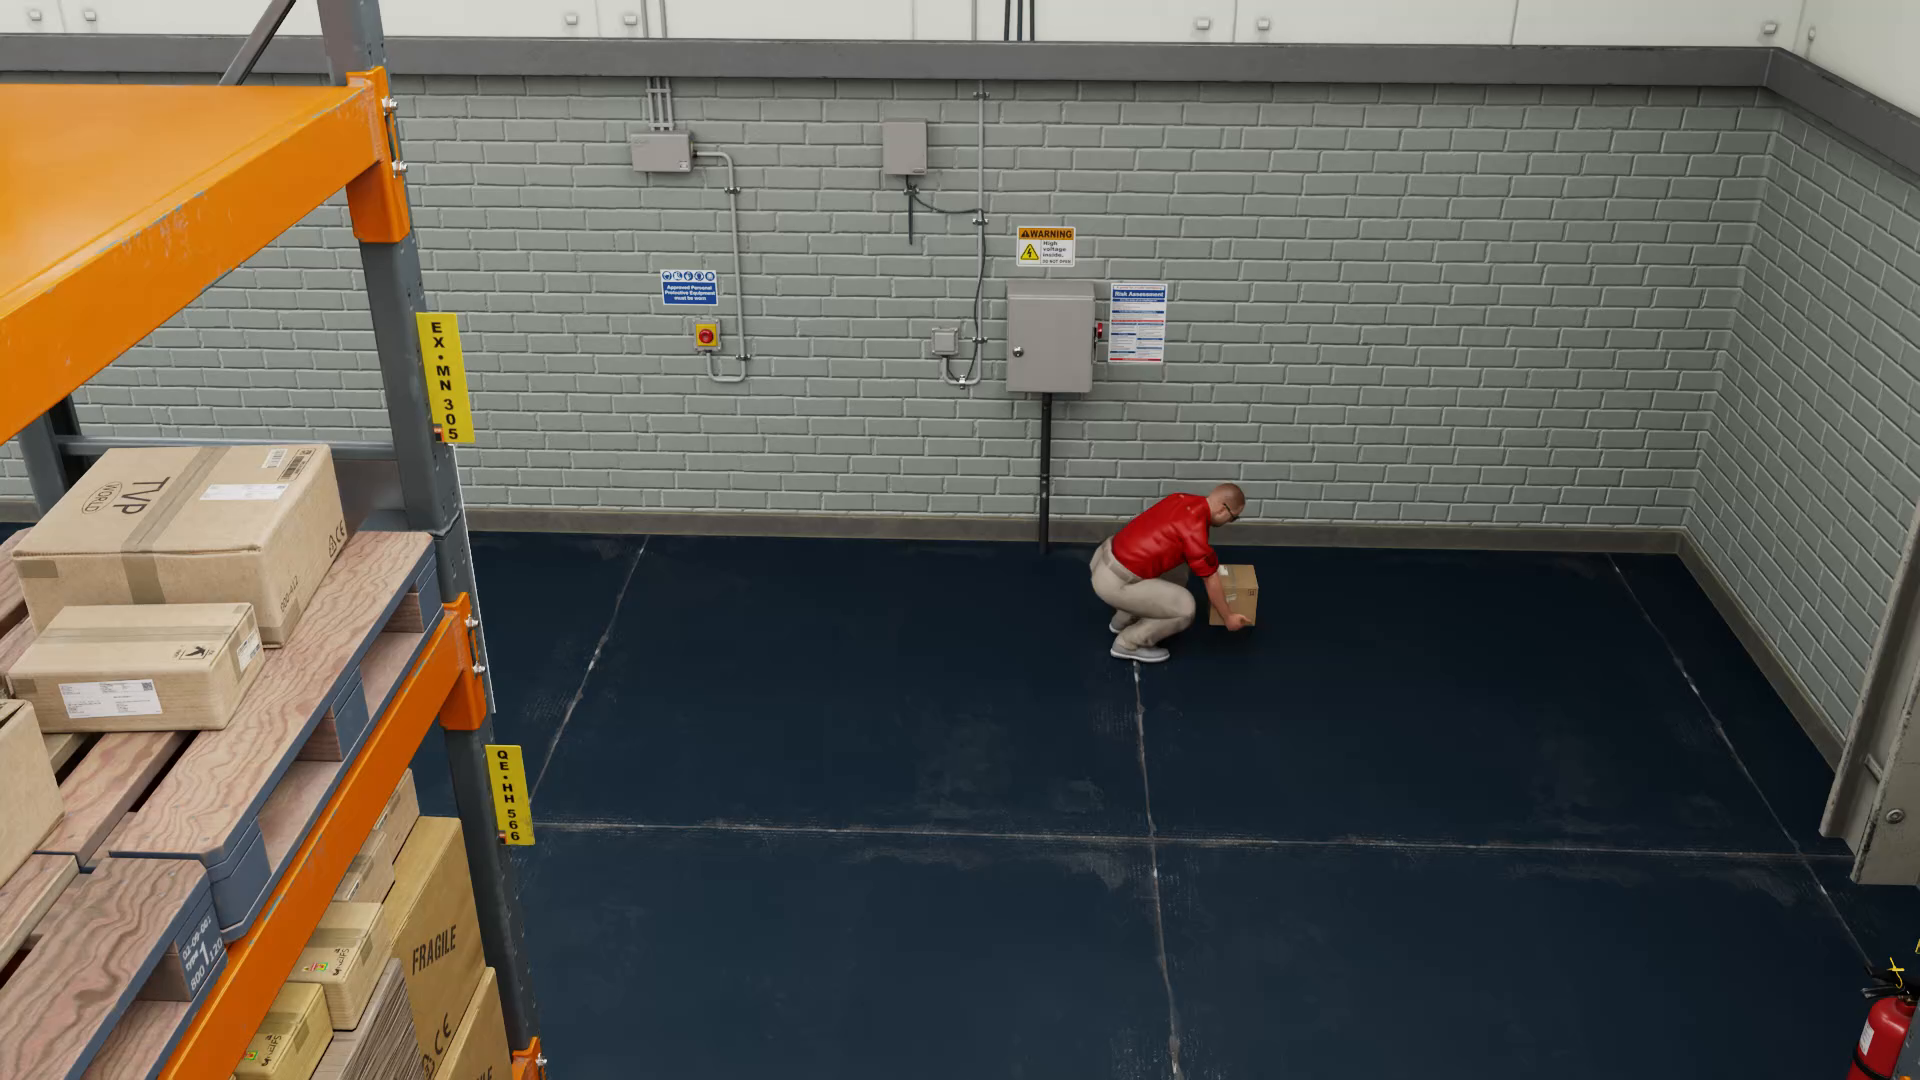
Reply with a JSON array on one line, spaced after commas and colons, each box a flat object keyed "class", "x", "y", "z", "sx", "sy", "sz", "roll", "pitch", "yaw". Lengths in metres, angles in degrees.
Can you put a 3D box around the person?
[{"class": "person", "x": 1.162, "y": 0.187, "z": 9.174, "sx": 0.891, "sy": 0.914, "sz": 0.533, "roll": 0, "pitch": 28, "yaw": 1}]
